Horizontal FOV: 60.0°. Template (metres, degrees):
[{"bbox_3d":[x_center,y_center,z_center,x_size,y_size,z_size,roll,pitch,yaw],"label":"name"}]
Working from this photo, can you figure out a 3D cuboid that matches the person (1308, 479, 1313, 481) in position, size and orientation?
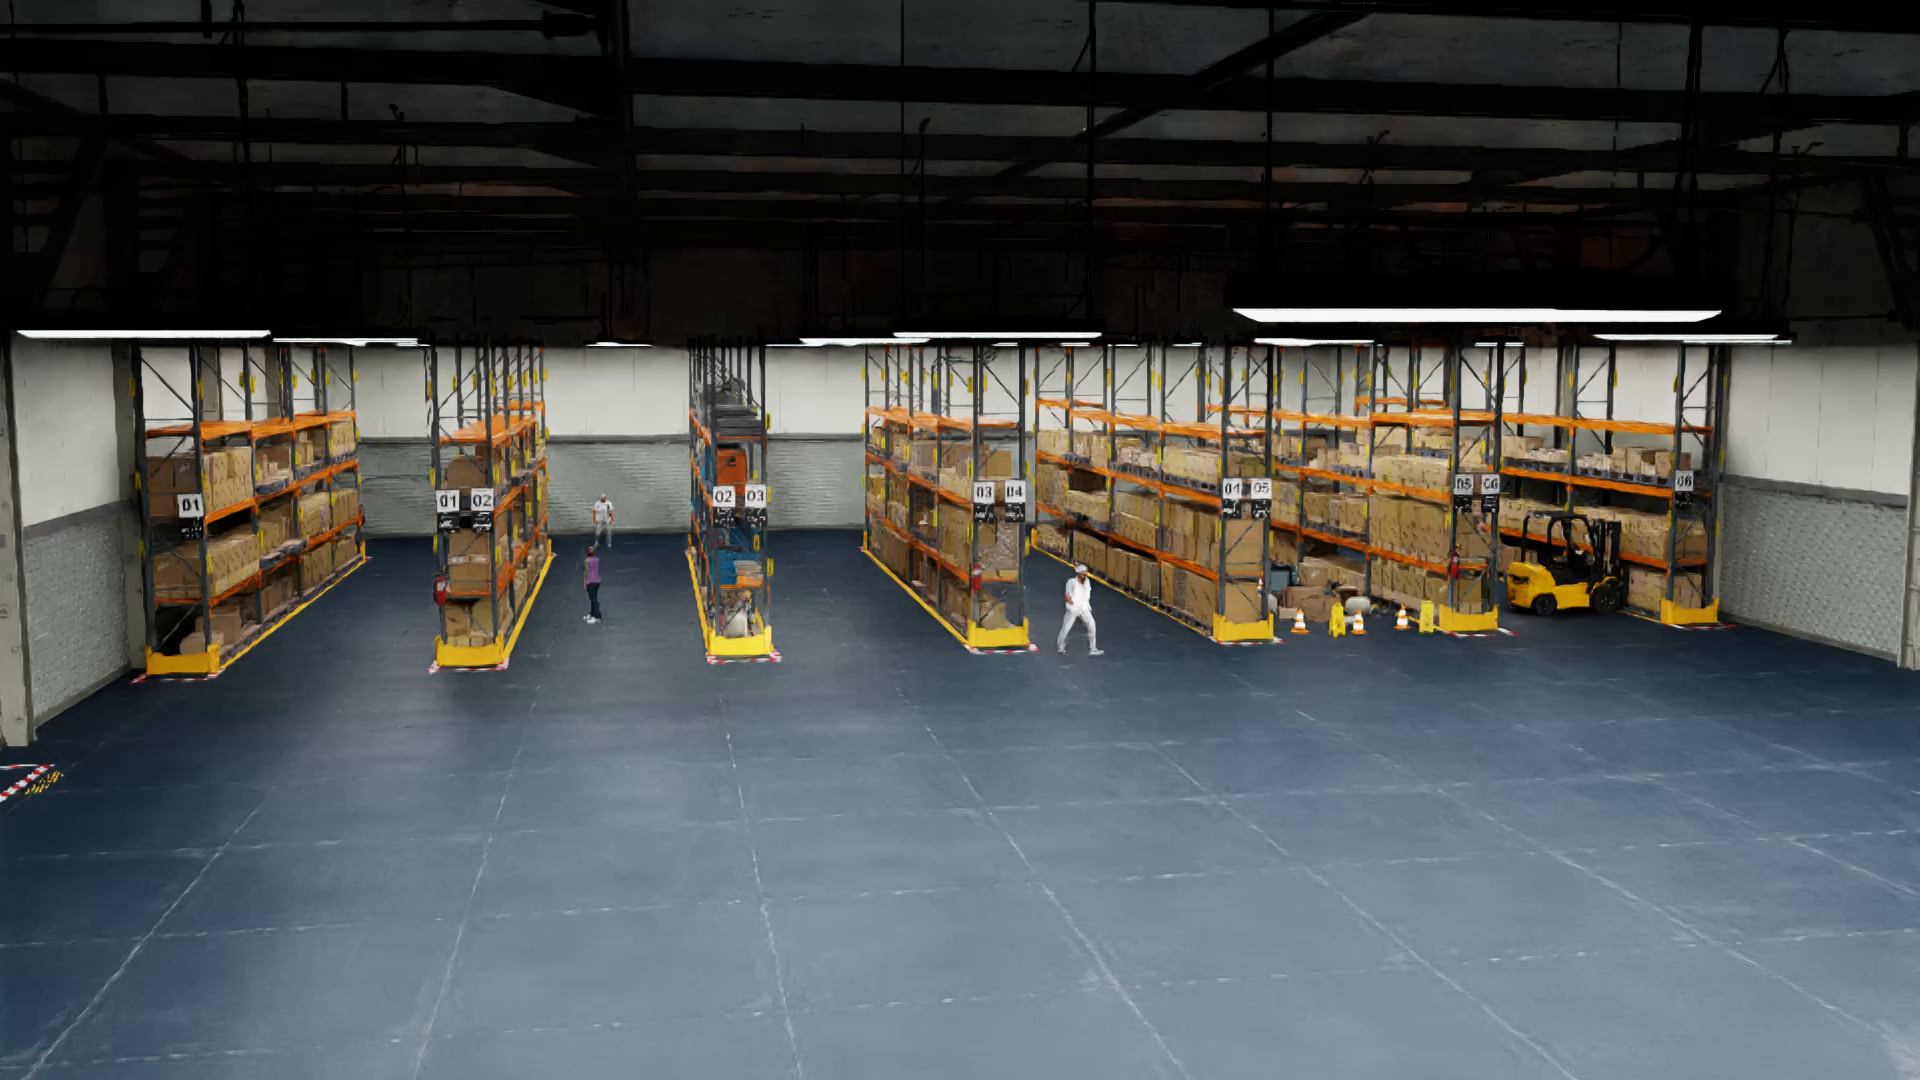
[{"bbox_3d":[10.828,-1.004,51.204,0.540,1.759,0.658,-5,8,-38],"label":"person"}]

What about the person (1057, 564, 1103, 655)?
[{"bbox_3d":[2.215,1.291,31.239,0.692,1.723,0.846,-3,7,-27],"label":"person"}]

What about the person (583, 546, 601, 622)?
[{"bbox_3d":[-7.765,0.912,35.037,0.527,1.587,0.522,2,7,21],"label":"person"}]

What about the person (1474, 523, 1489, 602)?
[{"bbox_3d":[11.791,0.497,37.808,0.551,1.782,0.636,2,7,18],"label":"person"}]

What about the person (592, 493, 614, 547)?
[{"bbox_3d":[-10.309,-0.572,48.069,0.625,1.611,0.575,-2,7,-13],"label":"person"}]
